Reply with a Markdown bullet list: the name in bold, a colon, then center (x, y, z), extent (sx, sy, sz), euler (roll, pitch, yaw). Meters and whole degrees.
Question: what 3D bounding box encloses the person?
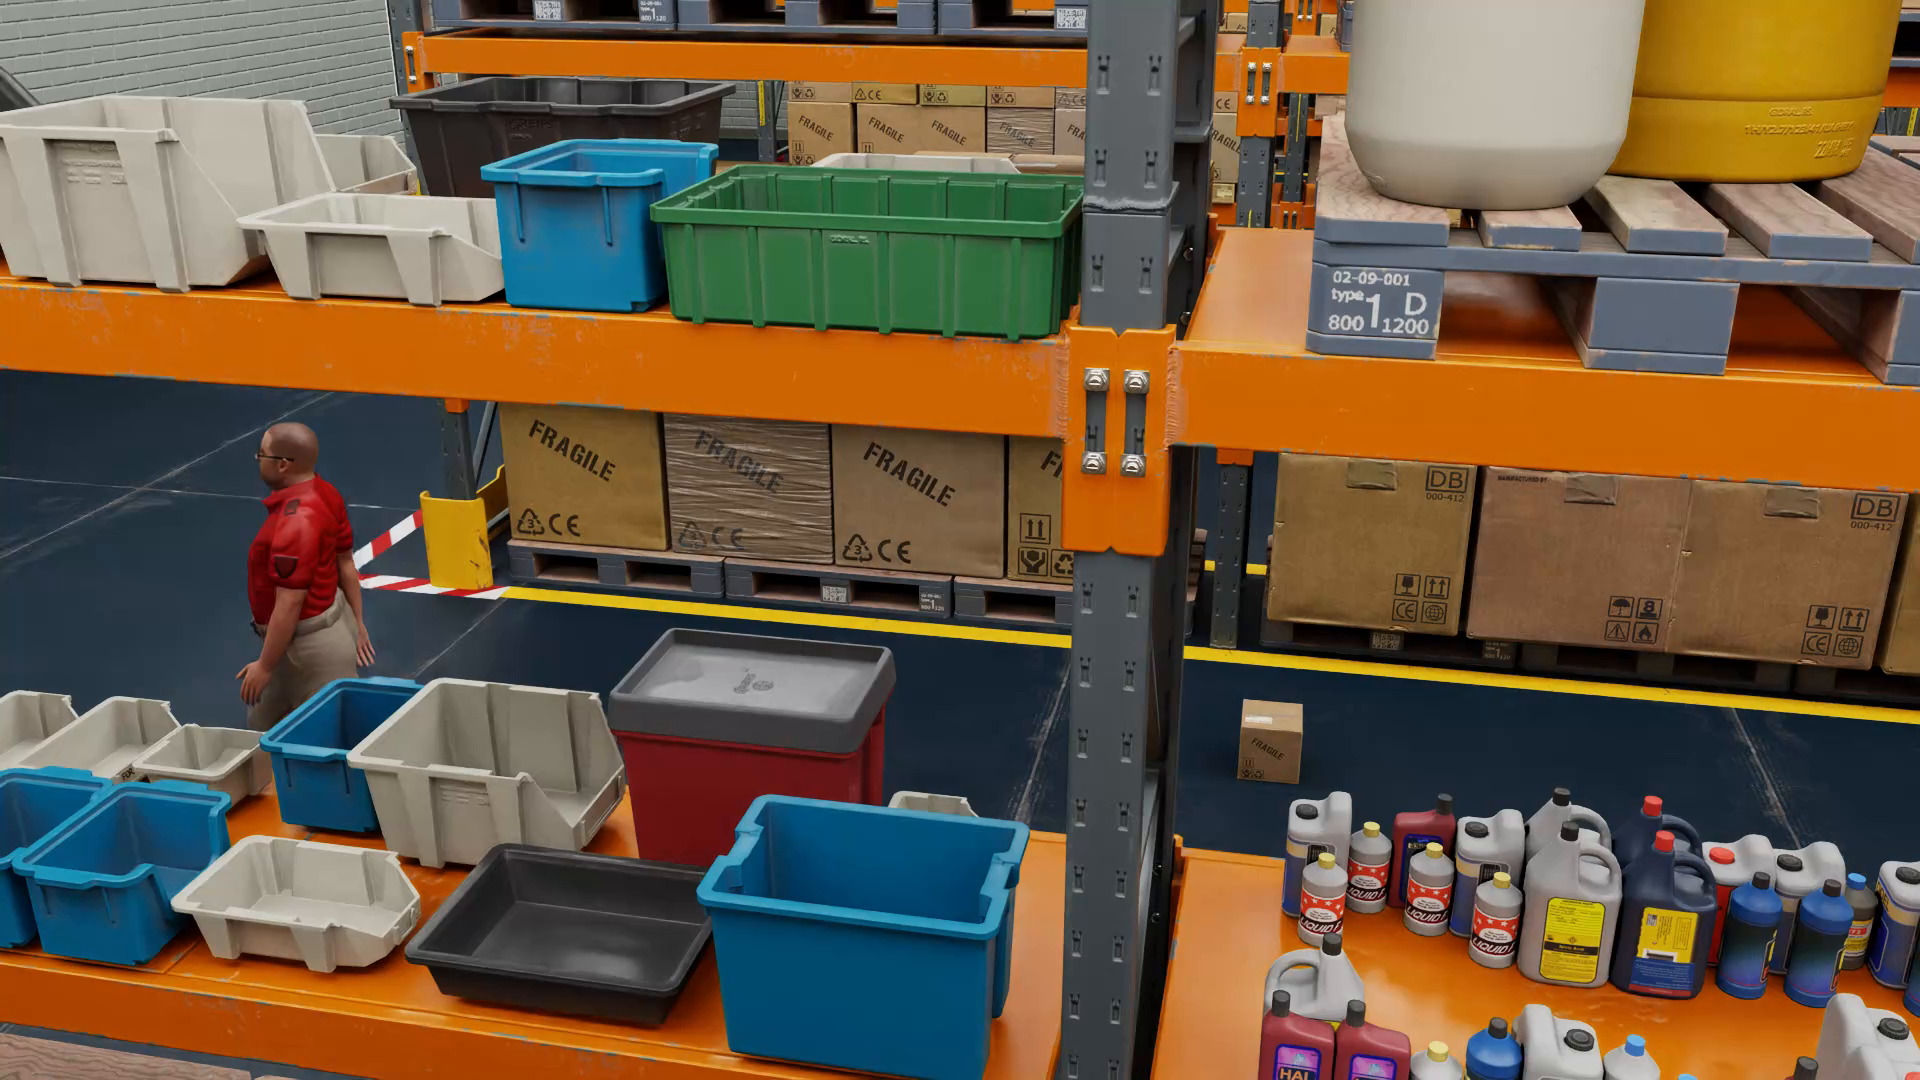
- **person**: center (-2.396, 0.376, 6.142), extent (1.015, 1.677, 0.532), euler (-5, 22, -12)
